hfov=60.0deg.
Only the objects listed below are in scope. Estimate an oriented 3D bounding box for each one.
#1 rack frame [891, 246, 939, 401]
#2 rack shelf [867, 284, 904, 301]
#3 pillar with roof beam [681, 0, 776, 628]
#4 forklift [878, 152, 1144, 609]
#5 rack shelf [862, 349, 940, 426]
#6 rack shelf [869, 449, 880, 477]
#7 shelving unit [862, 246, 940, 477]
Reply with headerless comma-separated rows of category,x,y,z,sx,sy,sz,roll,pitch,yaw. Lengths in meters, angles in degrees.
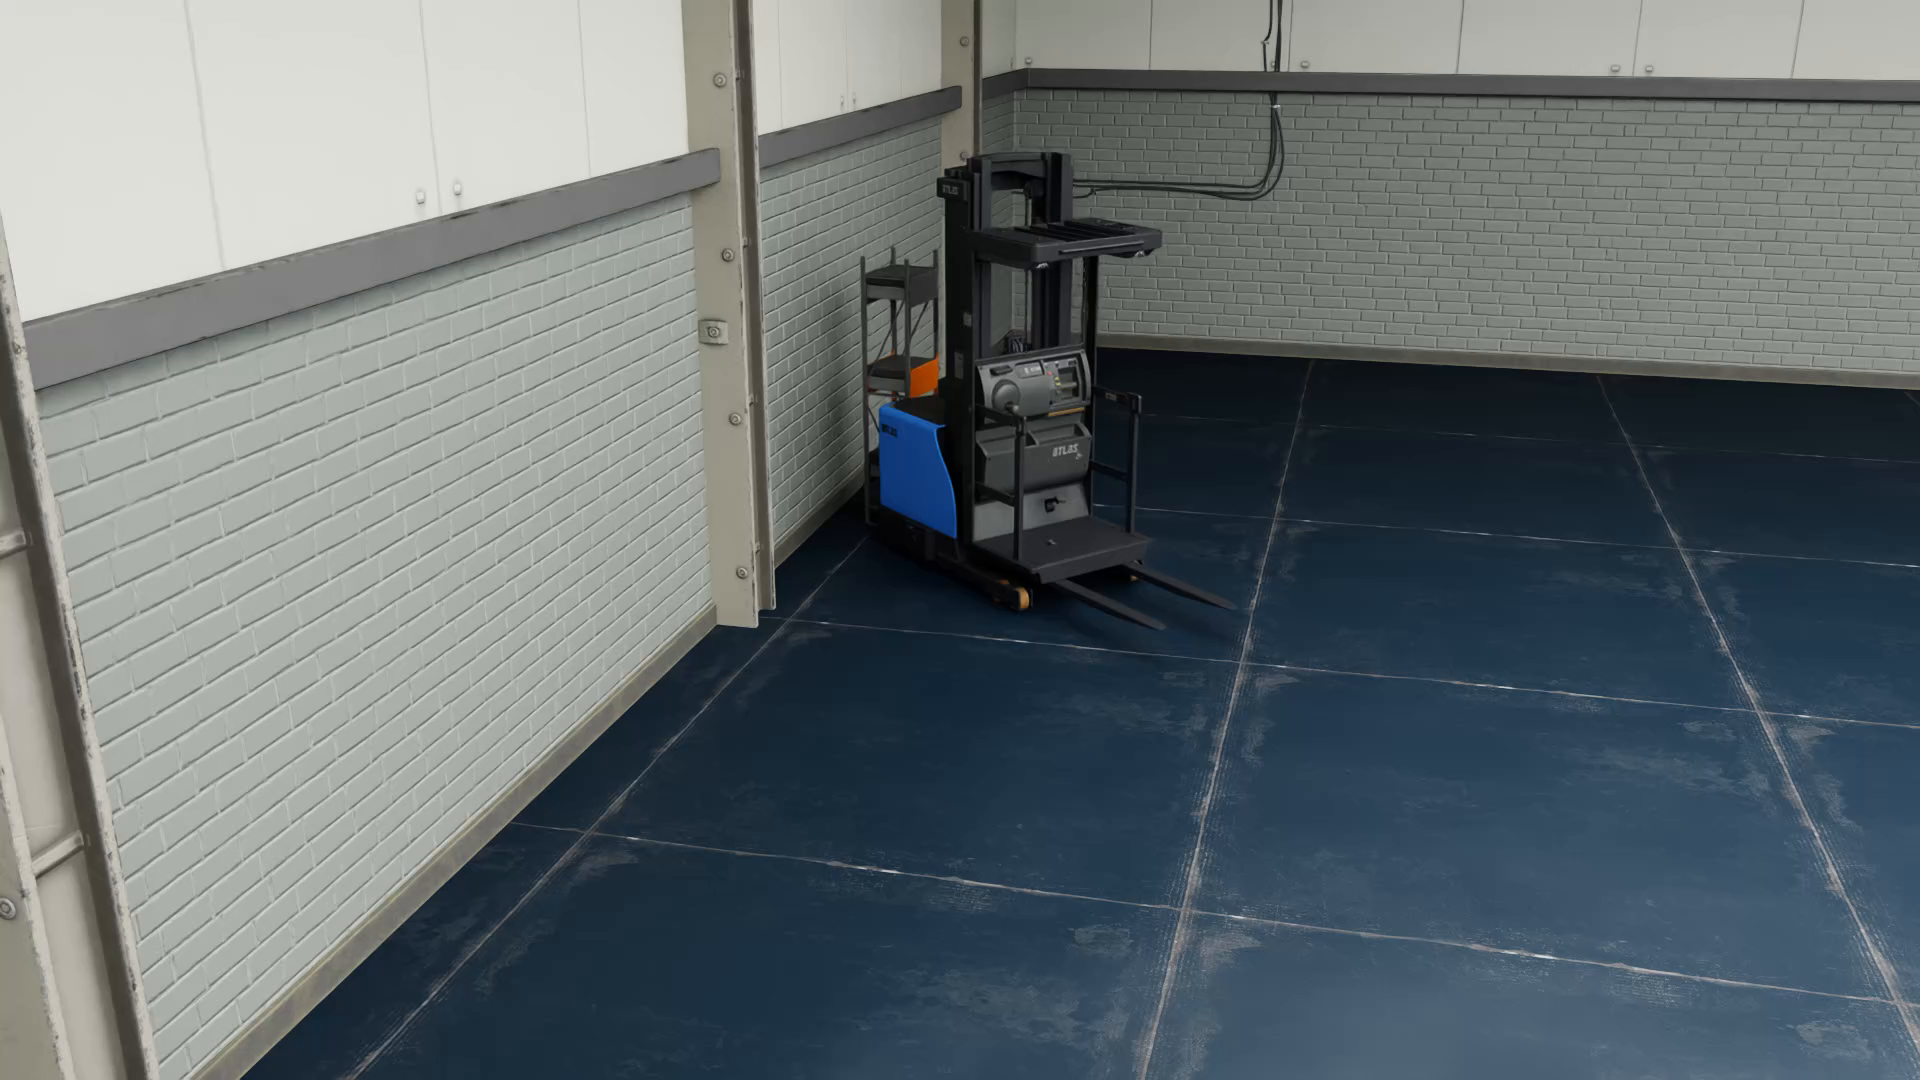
rack frame,-0.349,-1.239,13.065,0.400,2.100,0.015,9,21,24
rack shelf,-0.454,-1.912,12.602,0.332,0.100,0.442,9,21,24
pillar with roof beam,2.724,-3.411,8.752,9.100,9.000,0.400,5,19,13
forklift,0.642,-1.080,11.314,1.130,2.935,3.031,-13,23,-33
rack shelf,-0.454,-1.154,12.861,0.431,0.518,0.480,9,21,24
rack shelf,-0.454,-0.622,13.043,0.368,0.174,0.457,9,21,24
shelving unit,-0.451,-1.169,12.862,0.431,2.100,0.492,9,21,24
